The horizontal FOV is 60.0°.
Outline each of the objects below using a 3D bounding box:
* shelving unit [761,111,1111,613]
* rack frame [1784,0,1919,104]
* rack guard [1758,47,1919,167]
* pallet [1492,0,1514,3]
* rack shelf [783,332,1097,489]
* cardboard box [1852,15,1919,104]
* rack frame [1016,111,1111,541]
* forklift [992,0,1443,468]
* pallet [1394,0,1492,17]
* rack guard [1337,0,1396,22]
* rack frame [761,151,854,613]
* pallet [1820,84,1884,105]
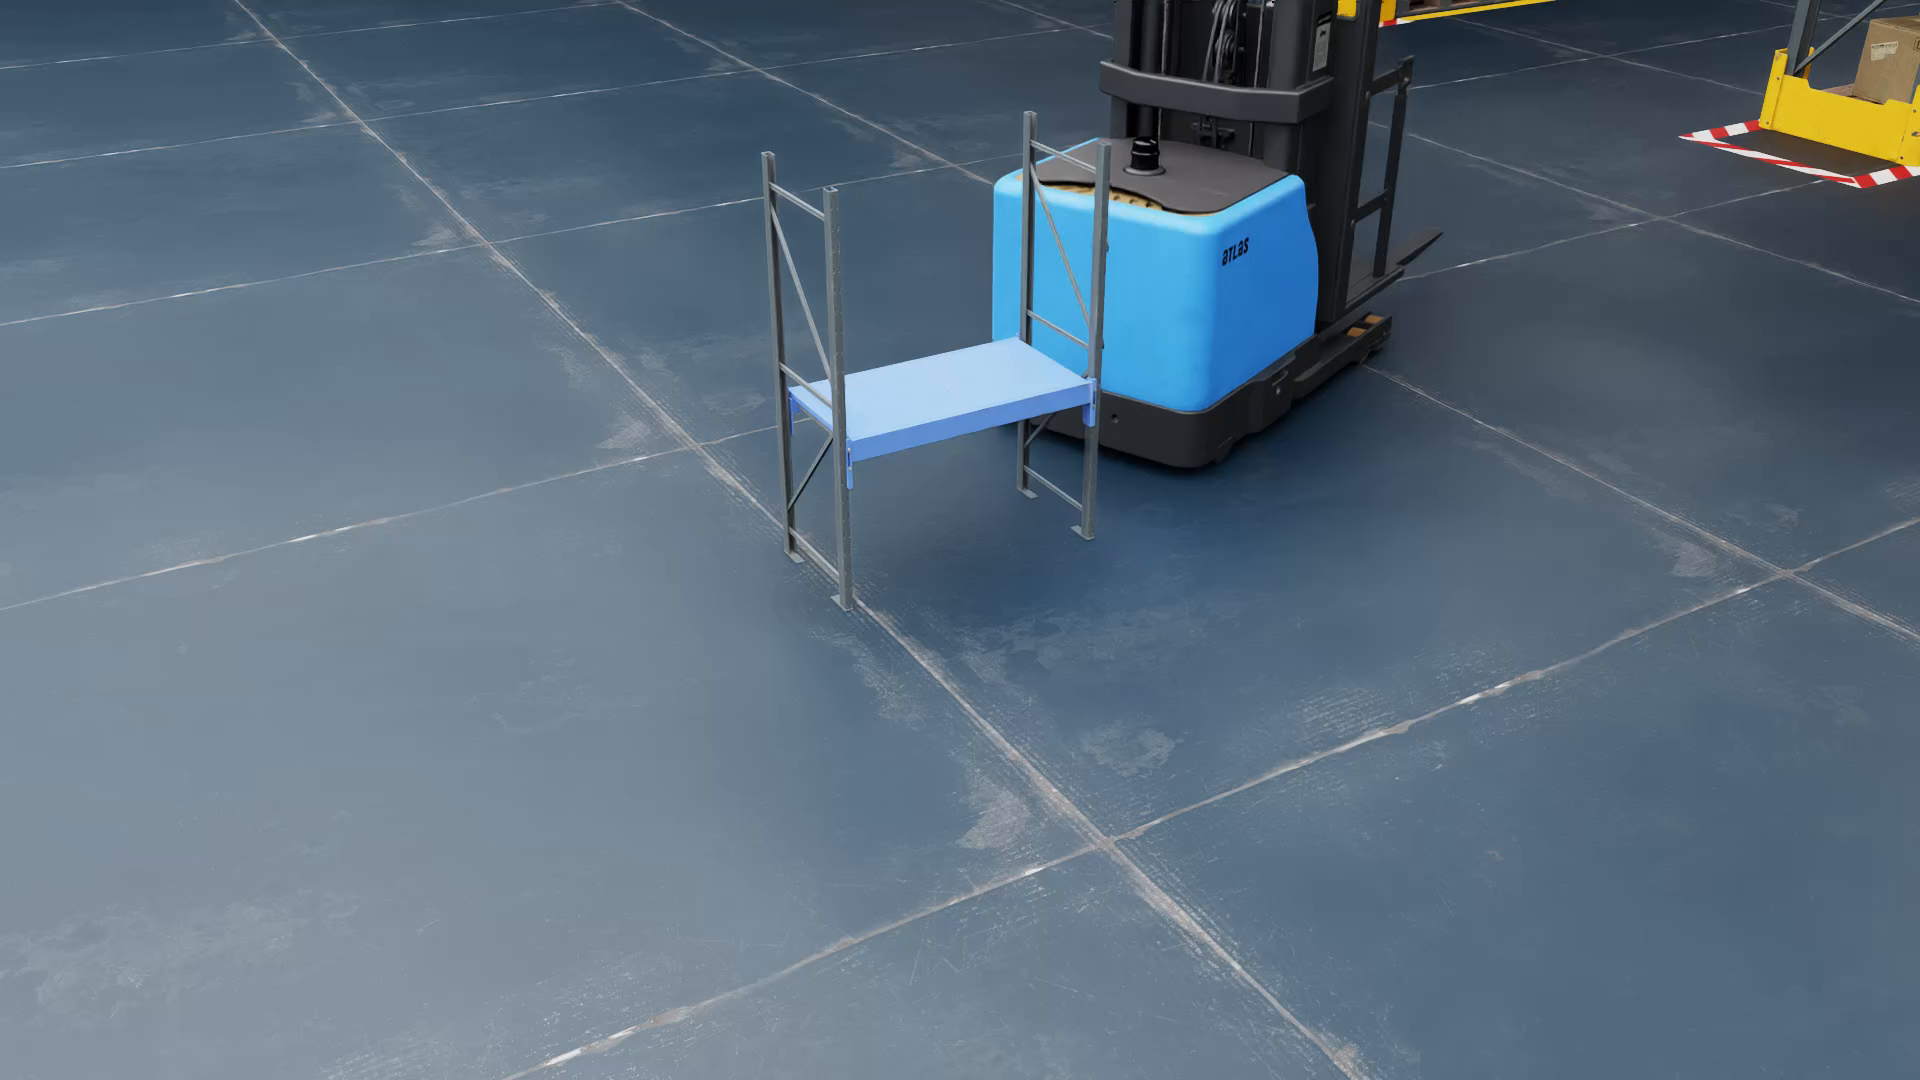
[{"bbox_3d":[-0.074,-0.636,5.850,1.048,1.500,0.538,-16,33,-26],"label":"shelving unit"},{"bbox_3d":[5.821,-3.933,10.273,0.127,3.000,1.000,-16,33,-26],"label":"rack frame"},{"bbox_3d":[5.887,-2.857,10.910,0.348,0.500,1.175,-16,33,-26],"label":"rack guard"},{"bbox_3d":[5.107,-5.307,15.648,1.213,0.211,1.003,-16,33,-26],"label":"pallet"},{"bbox_3d":[-0.074,-0.478,5.937,1.000,0.185,0.538,-16,33,-26],"label":"rack shelf"},{"bbox_3d":[6.368,-3.169,11.040,0.500,0.500,0.500,-10,30,-17],"label":"cardboard box"},{"bbox_3d":[0.365,-0.760,6.075,0.032,1.500,0.500,-16,33,-26],"label":"rack frame"},{"bbox_3d":[1.388,-2.227,7.253,1.130,2.935,3.031,19,34,31],"label":"forklift"},{"bbox_3d":[4.057,-5.011,15.111,1.213,0.211,1.003,-16,33,-26],"label":"pallet"},{"bbox_3d":[3.354,-4.940,14.685,0.348,0.500,1.175,-16,33,-26],"label":"rack guard"},{"bbox_3d":[-0.512,-0.511,5.624,0.032,1.500,0.500,-16,33,-26],"label":"rack frame"},{"bbox_3d":[6.605,-2.915,11.314,1.213,0.211,1.003,-16,33,-26],"label":"pallet"}]
